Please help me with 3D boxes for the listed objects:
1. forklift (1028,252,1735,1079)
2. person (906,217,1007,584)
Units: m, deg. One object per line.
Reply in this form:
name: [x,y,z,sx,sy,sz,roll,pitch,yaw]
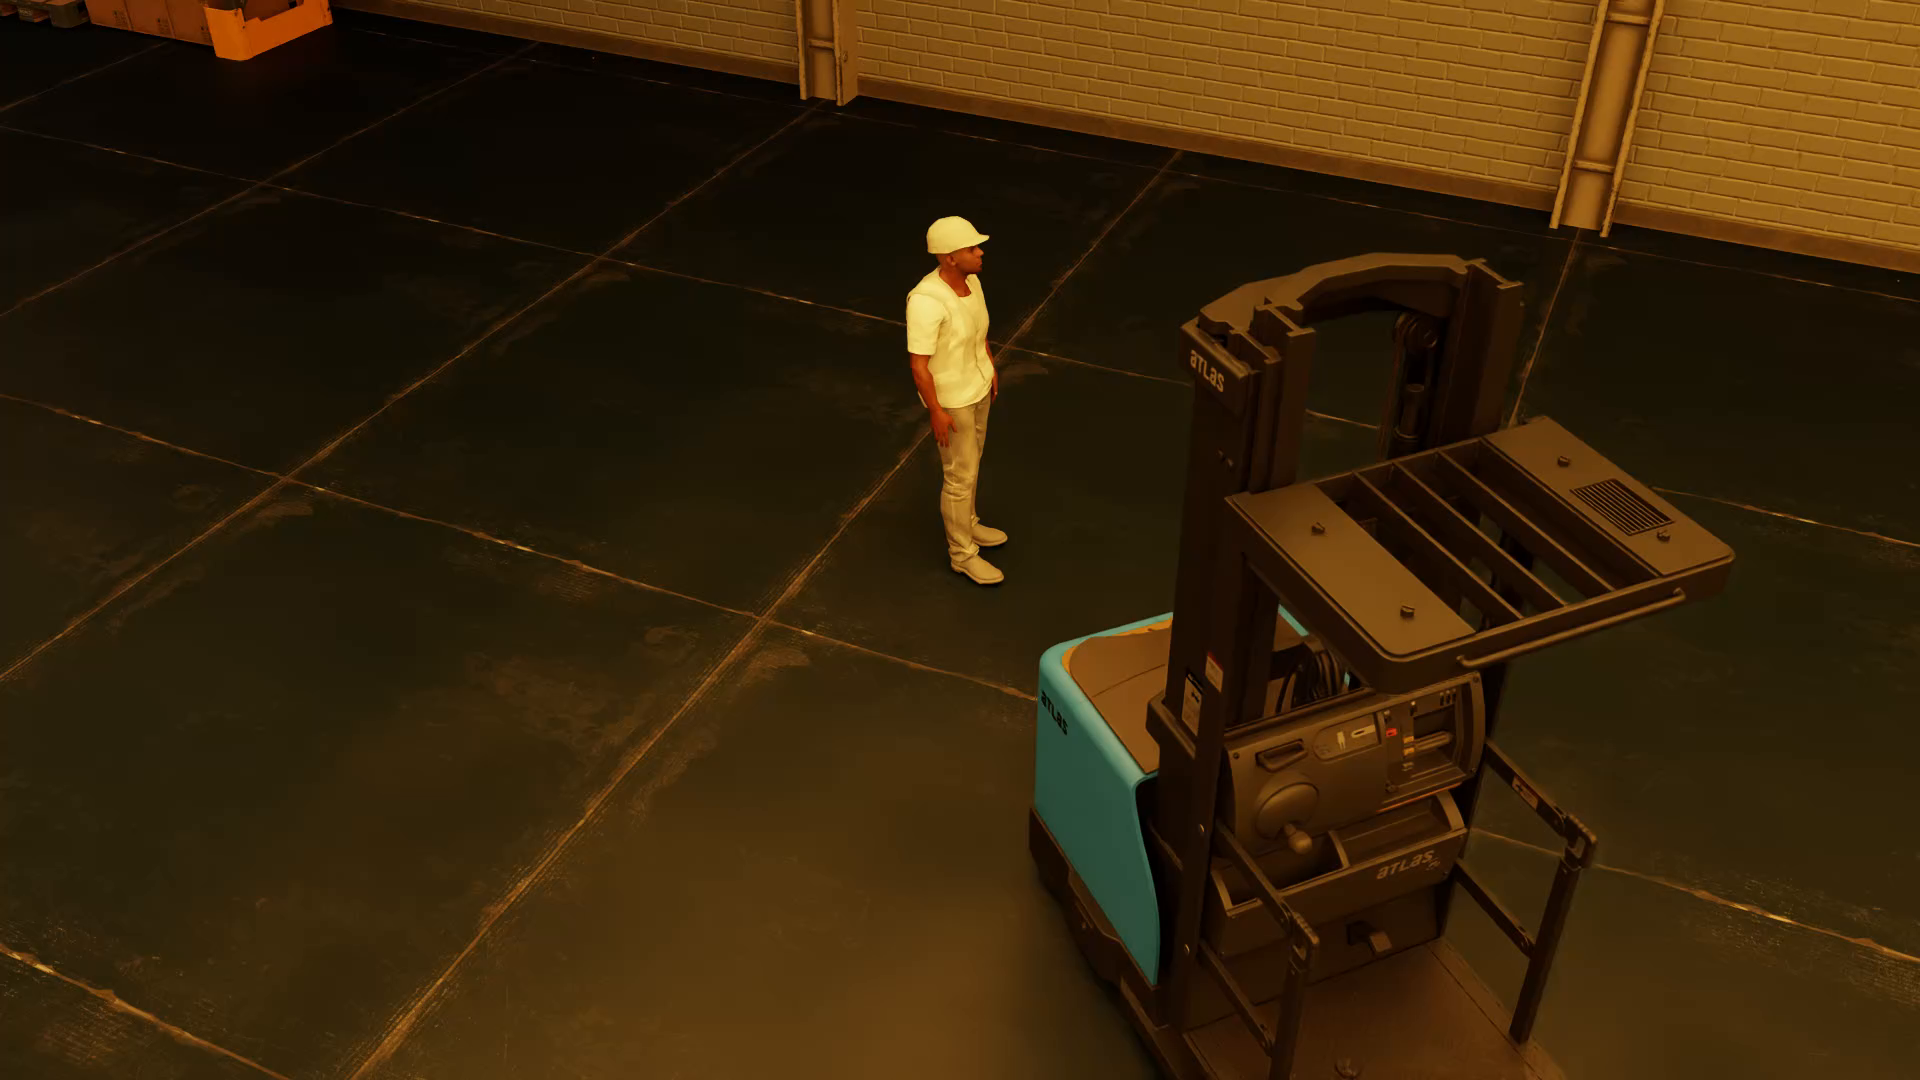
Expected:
forklift: [1.330,0.757,5.025,1.130,2.935,3.031,-14,38,-19]
person: [0.061,-0.705,8.066,0.577,1.765,0.666,15,38,20]
